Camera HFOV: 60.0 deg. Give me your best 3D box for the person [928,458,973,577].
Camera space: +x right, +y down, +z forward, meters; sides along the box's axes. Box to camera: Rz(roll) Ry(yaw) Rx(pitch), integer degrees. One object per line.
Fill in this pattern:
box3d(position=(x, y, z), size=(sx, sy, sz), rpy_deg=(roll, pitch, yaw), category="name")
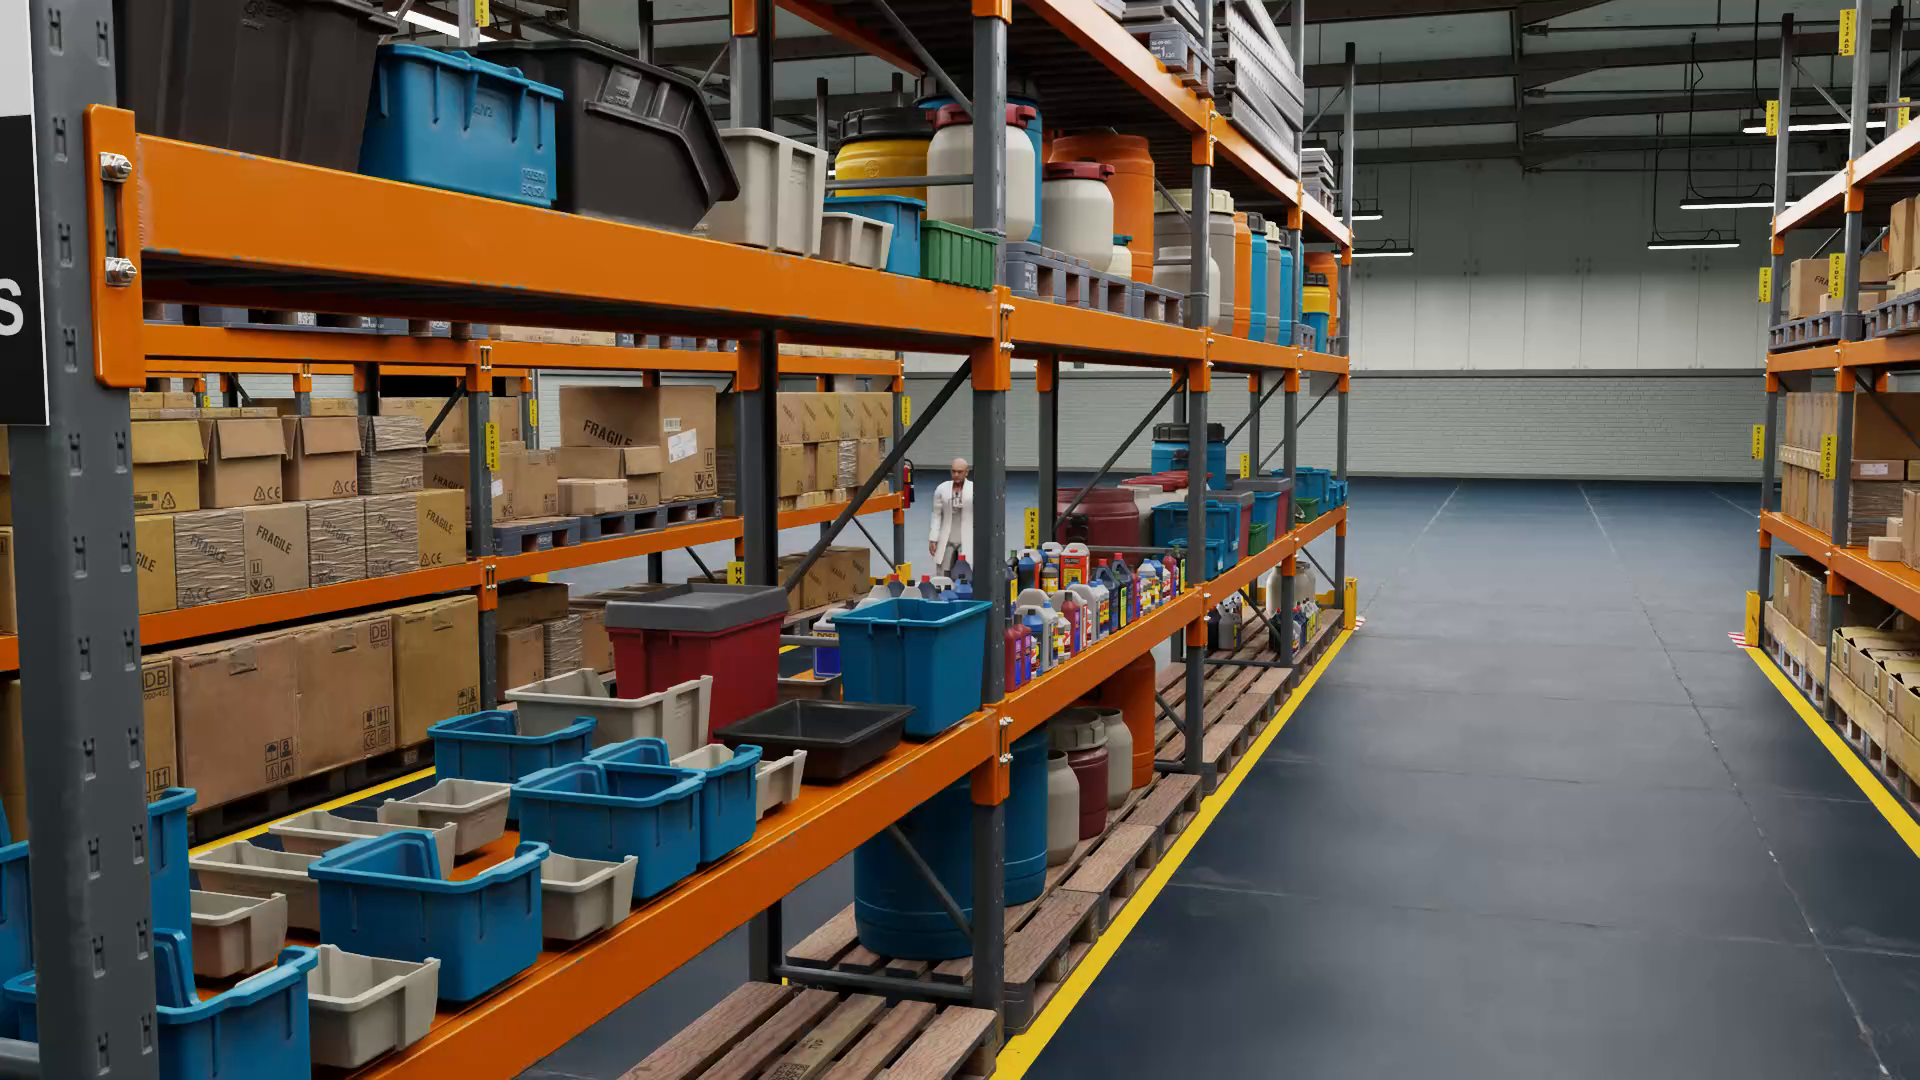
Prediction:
box3d(position=(-0.018, 0.041, 17.208), size=(0.649, 1.772, 0.429), rpy_deg=(1, 5, 15), category="person")
